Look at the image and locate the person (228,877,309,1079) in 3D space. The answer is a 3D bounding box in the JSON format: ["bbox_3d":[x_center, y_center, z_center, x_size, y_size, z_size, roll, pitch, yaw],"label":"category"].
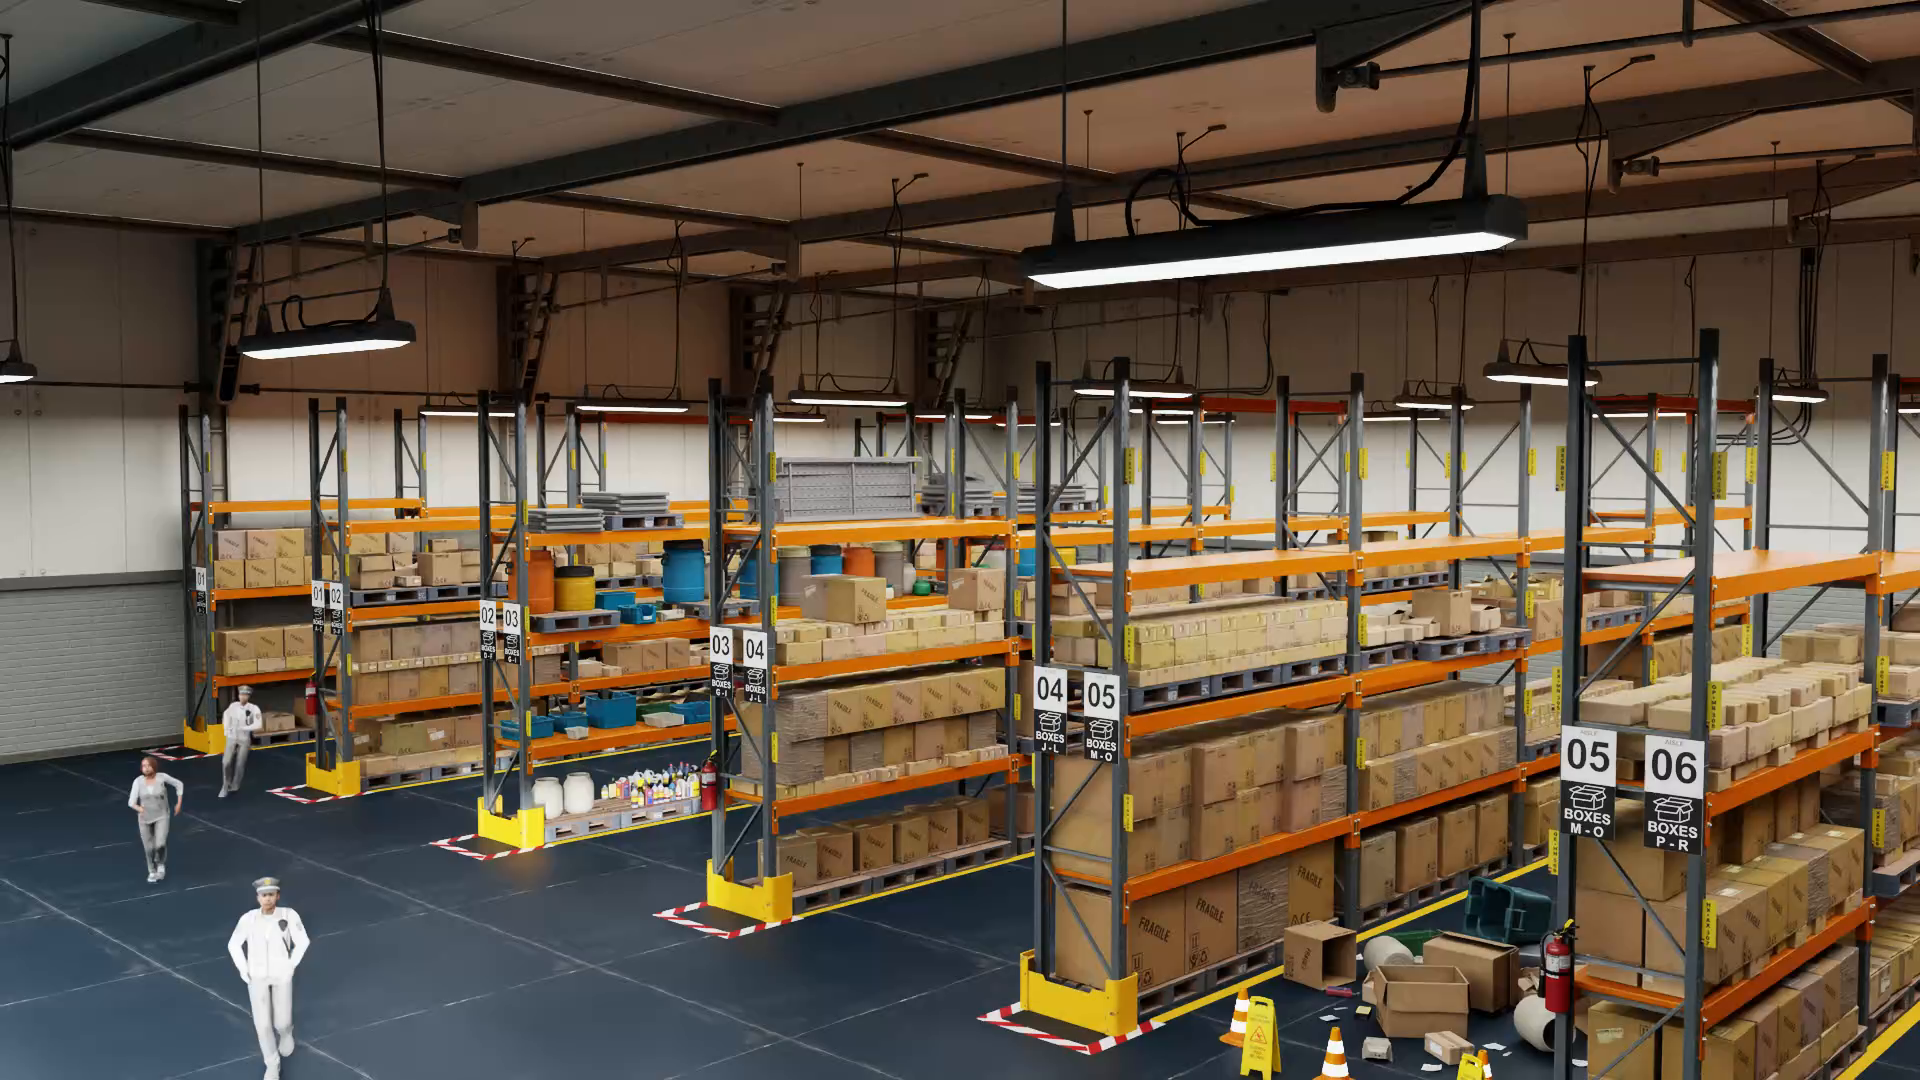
[{"bbox_3d":[-5.743,3.606,13.826,0.628,1.673,0.586,-1,3,-18],"label":"person"}]

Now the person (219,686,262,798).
[{"bbox_3d":[-10.823,3.031,25.050,0.628,1.695,0.640,-1,3,-11],"label":"person"}]

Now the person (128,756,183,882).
[{"bbox_3d":[-9.541,3.333,19.731,0.552,1.555,0.733,-1,3,-15],"label":"person"}]
